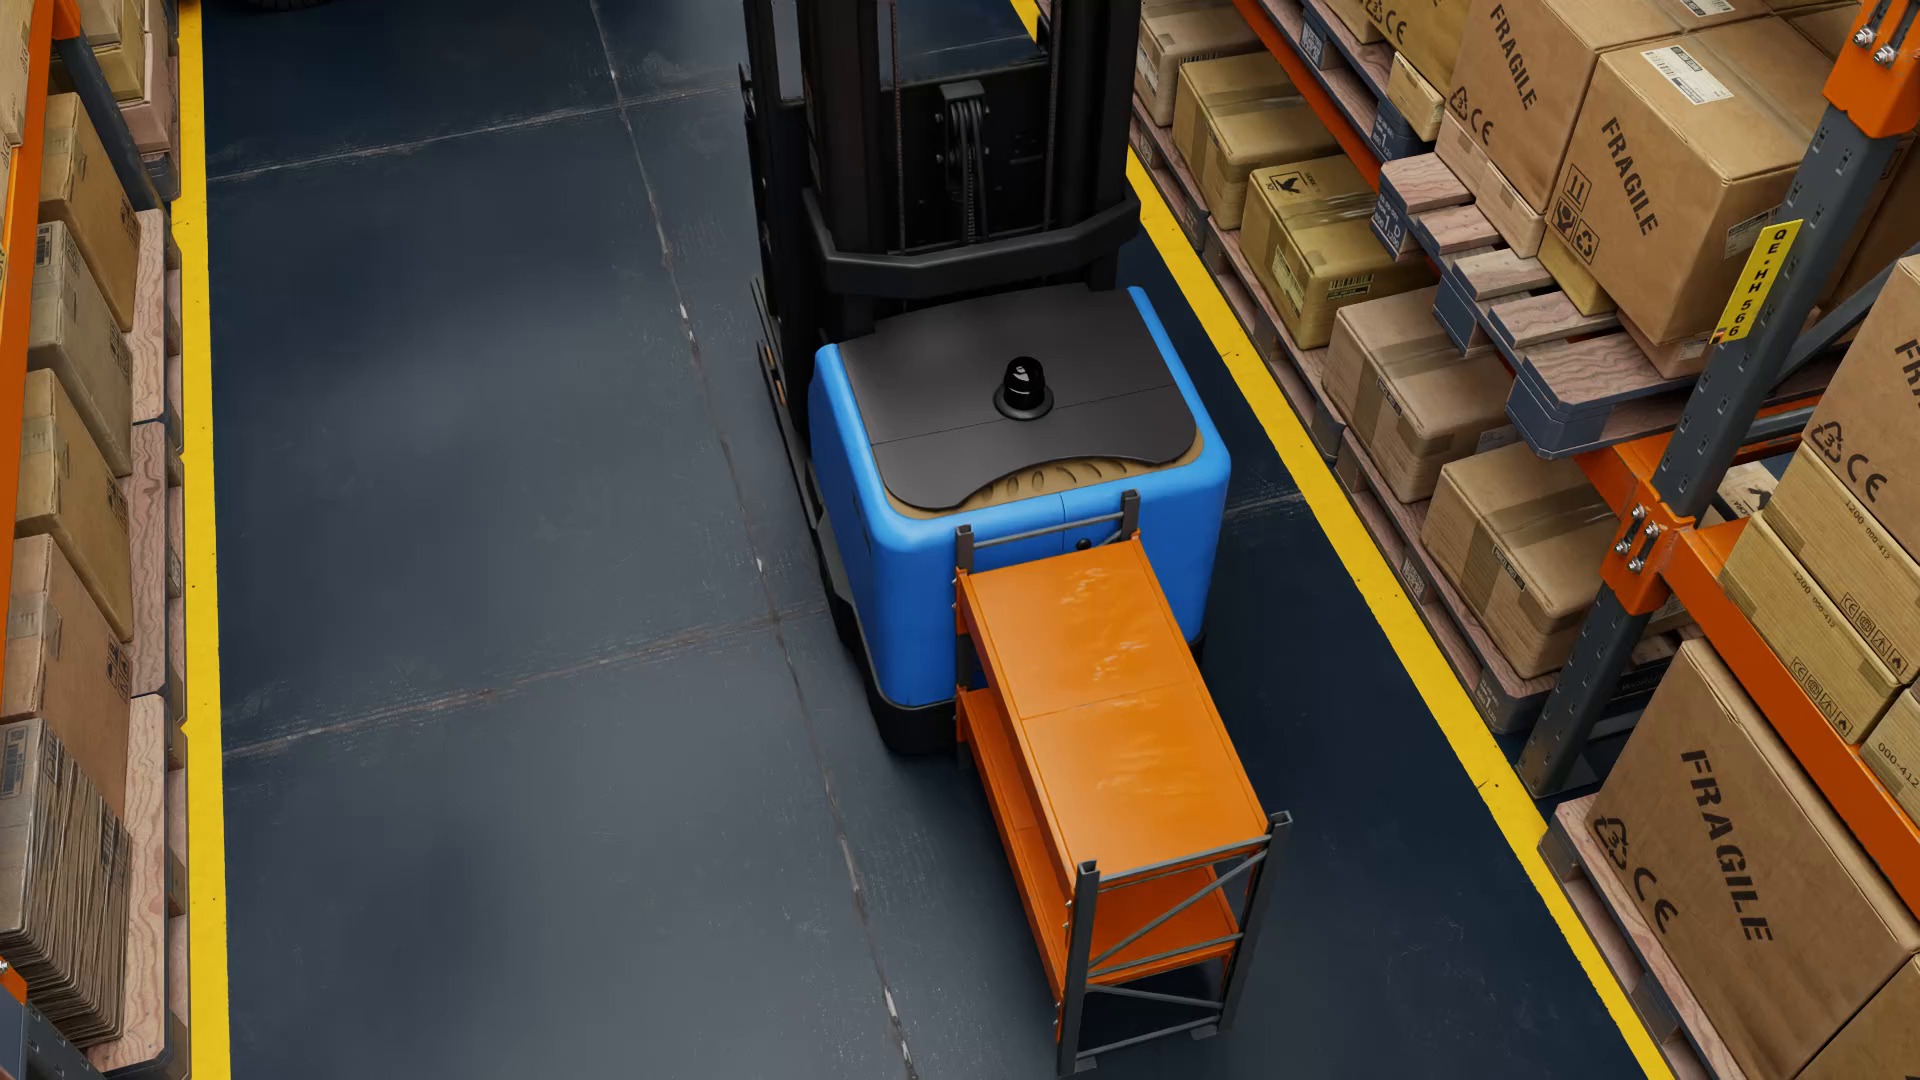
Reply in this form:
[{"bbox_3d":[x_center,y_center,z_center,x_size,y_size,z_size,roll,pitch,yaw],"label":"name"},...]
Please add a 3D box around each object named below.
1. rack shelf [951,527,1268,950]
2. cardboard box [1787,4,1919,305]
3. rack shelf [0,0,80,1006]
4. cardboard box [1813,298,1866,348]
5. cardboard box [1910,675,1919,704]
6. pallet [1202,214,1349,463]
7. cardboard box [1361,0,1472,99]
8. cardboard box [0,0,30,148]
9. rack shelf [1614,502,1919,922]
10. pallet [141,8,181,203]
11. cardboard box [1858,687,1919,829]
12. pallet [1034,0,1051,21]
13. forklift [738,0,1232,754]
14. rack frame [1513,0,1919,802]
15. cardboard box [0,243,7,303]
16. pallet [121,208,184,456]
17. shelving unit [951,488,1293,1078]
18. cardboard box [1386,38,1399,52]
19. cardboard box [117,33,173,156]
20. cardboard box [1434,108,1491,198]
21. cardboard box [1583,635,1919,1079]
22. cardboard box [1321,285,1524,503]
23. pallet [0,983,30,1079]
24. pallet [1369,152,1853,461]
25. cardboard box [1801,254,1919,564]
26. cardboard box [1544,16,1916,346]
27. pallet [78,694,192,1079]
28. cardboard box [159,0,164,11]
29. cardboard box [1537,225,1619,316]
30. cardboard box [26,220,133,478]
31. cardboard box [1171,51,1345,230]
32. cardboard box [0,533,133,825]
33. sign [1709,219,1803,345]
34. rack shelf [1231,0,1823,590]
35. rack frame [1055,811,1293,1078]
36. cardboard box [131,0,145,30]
[{"bbox_3d":[0.369,0.474,4.232,0.538,0.278,1.000,-12,51,-10],"label":"rack shelf"},{"bbox_3d":[2.299,-0.972,4.073,0.500,0.500,0.500,-15,51,-12],"label":"cardboard box"},{"bbox_3d":[-3.121,-0.431,4.622,1.077,0.370,4.000,-13,51,-11],"label":"rack shelf"},{"bbox_3d":[2.292,-0.661,4.235,0.380,0.149,0.250,-16,52,-13],"label":"cardboard box"},{"bbox_3d":[2.277,0.364,3.253,0.500,0.250,0.500,-12,51,-10],"label":"cardboard box"},{"bbox_3d":[1.624,-0.889,6.361,1.003,0.211,1.213,-13,51,-11],"label":"pallet"},{"bbox_3d":[1.497,-1.603,4.605,0.500,0.500,0.500,-16,52,-13],"label":"cardboard box"},{"bbox_3d":[-3.160,-1.400,5.067,0.500,0.250,0.500,-14,51,-11],"label":"cardboard box"},{"bbox_3d":[2.802,1.366,3.107,1.077,0.370,4.000,-13,51,-11],"label":"rack shelf"},{"bbox_3d":[-3.908,-1.815,7.142,1.003,0.211,1.213,-13,51,-11],"label":"pallet"},{"bbox_3d":[2.284,0.507,3.459,0.500,0.250,0.500,-15,51,-12],"label":"cardboard box"},{"bbox_3d":[0.796,-2.832,8.000,1.003,0.211,1.213,-13,51,-11],"label":"pallet"},{"bbox_3d":[-0.123,-1.445,5.051,1.130,2.935,3.031,-12,51,-10],"label":"forklift"},{"bbox_3d":[2.211,-0.327,4.064,1.000,3.000,0.127,-13,51,-11],"label":"rack frame"},{"bbox_3d":[-2.882,-0.655,4.439,0.500,0.250,0.500,-12,51,-10],"label":"cardboard box"},{"bbox_3d":[-3.457,-0.695,6.198,1.003,0.211,1.213,-13,51,-11],"label":"pallet"},{"bbox_3d":[0.369,0.662,4.456,0.538,1.125,1.048,-12,51,-10],"label":"shelving unit"},{"bbox_3d":[1.508,-1.517,4.956,0.380,0.149,0.250,-13,51,-11],"label":"cardboard box"},{"bbox_3d":[-3.539,-1.801,6.830,0.500,0.250,0.500,-13,51,-11],"label":"cardboard box"},{"bbox_3d":[1.557,-1.107,4.611,0.380,0.149,0.250,-16,52,-13],"label":"cardboard box"},{"bbox_3d":[2.336,0.746,4.275,0.875,0.875,0.875,-14,51,-11],"label":"cardboard box"},{"bbox_3d":[1.827,-0.567,5.711,0.950,0.372,0.625,-14,51,-12],"label":"cardboard box"},{"bbox_3d":[-2.262,1.339,2.785,1.213,0.211,1.003,-13,51,-11],"label":"pallet"},{"bbox_3d":[1.898,-0.762,4.556,1.213,0.211,1.003,-13,51,-11],"label":"pallet"},{"bbox_3d":[2.123,-0.266,3.293,0.500,0.500,0.500,-15,51,-12],"label":"cardboard box"},{"bbox_3d":[1.811,-0.860,3.978,0.500,0.500,0.500,-15,51,-12],"label":"cardboard box"},{"bbox_3d":[-2.736,1.087,4.696,1.003,0.211,1.213,-13,51,-11],"label":"pallet"},{"bbox_3d":[-3.871,-2.540,7.453,0.500,0.250,0.500,-13,51,-10],"label":"cardboard box"},{"bbox_3d":[1.741,-0.747,4.308,0.380,0.149,0.250,-13,51,-10],"label":"cardboard box"},{"bbox_3d":[-3.325,-0.546,5.527,0.875,0.625,0.625,-14,51,-11],"label":"cardboard box"},{"bbox_3d":[1.401,-1.630,6.606,0.950,0.372,0.625,-10,51,-9],"label":"cardboard box"},{"bbox_3d":[-2.902,0.494,4.650,0.875,0.625,0.625,-12,51,-10],"label":"cardboard box"},{"bbox_3d":[1.695,-0.545,3.542,0.100,0.325,0.005,-13,51,-11],"label":"sign"},{"bbox_3d":[1.619,-1.556,5.570,1.077,0.370,4.000,-13,51,-11],"label":"rack shelf"},{"bbox_3d":[0.505,1.037,4.140,0.500,1.125,0.032,-12,51,-10],"label":"rack frame"},{"bbox_3d":[-3.712,-2.324,6.944,0.500,0.250,0.500,-14,51,-11],"label":"cardboard box"}]
